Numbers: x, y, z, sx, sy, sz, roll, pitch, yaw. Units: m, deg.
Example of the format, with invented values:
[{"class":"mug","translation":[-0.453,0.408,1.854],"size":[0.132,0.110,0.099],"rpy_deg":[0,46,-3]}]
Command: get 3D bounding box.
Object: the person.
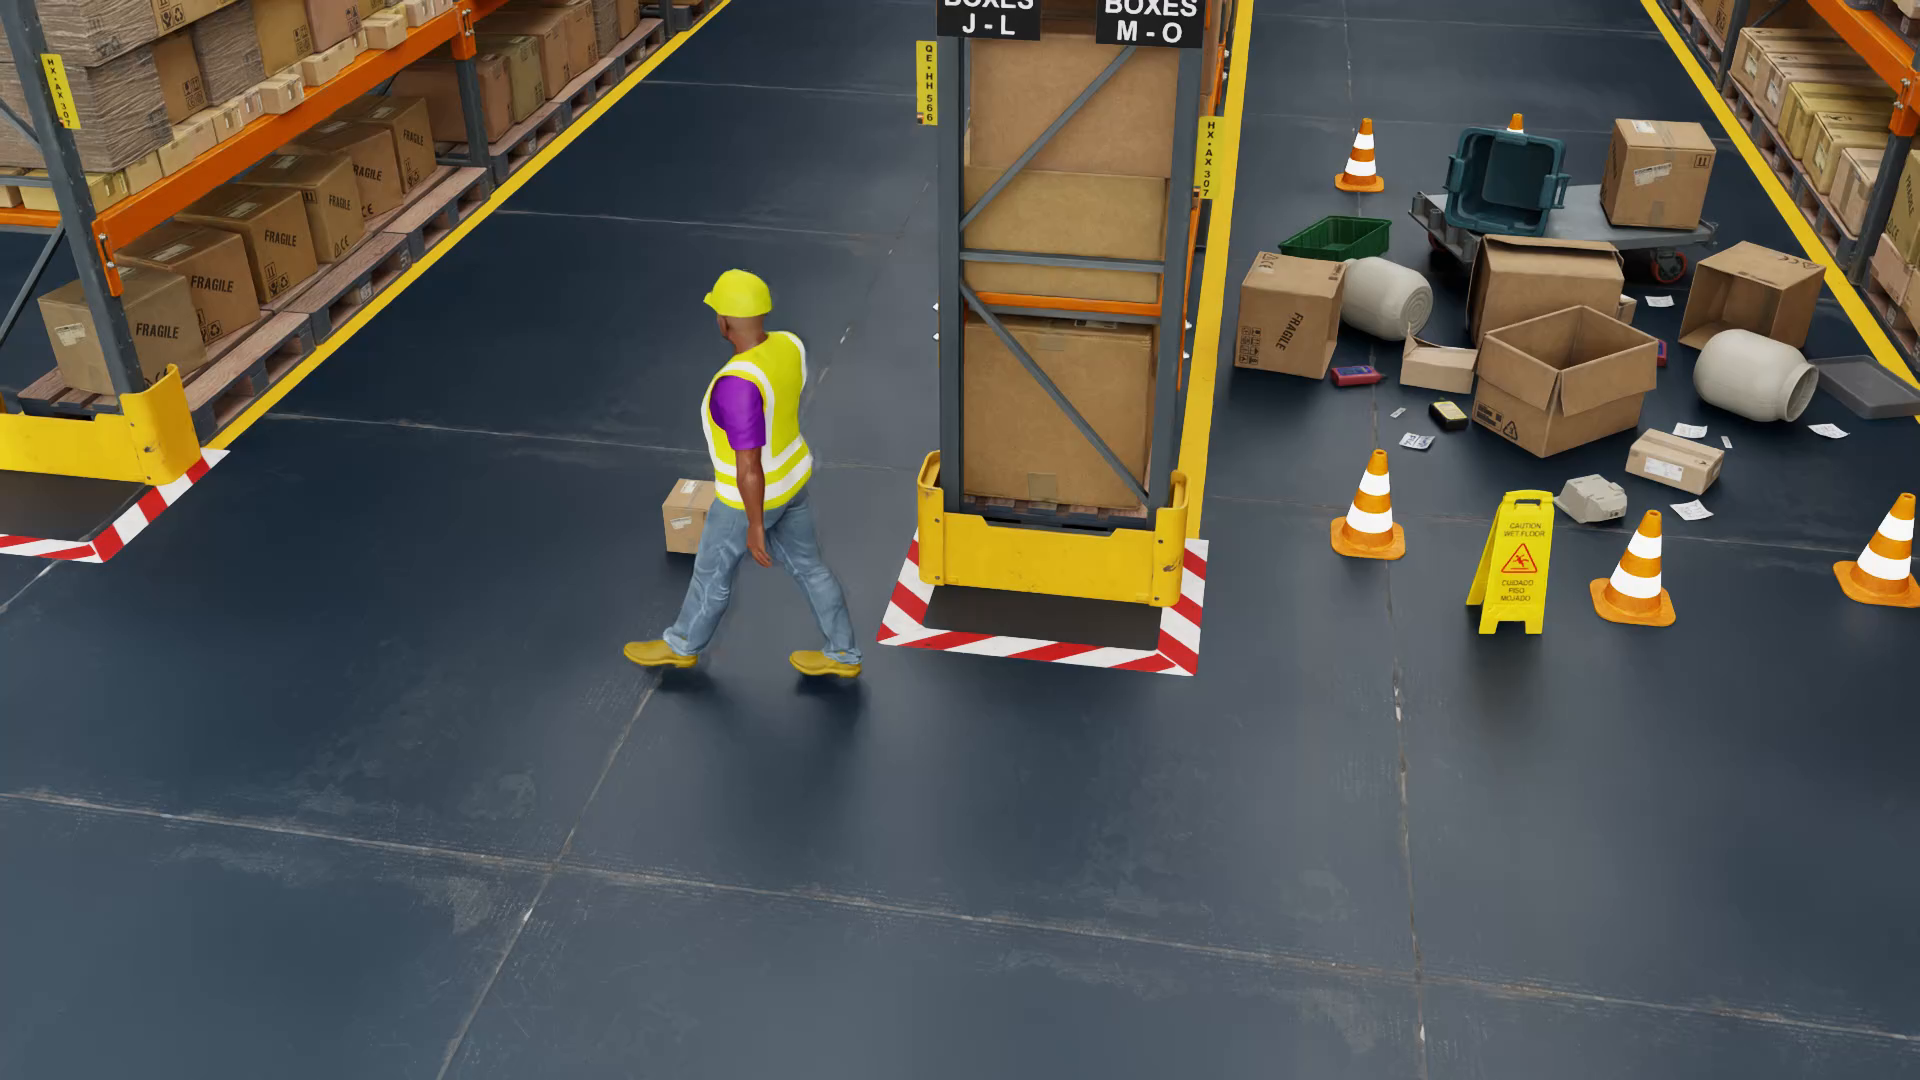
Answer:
[{"class":"person","translation":[-0.846,-0.247,6.474],"size":[0.953,1.715,0.627],"rpy_deg":[14,35,20]}]
